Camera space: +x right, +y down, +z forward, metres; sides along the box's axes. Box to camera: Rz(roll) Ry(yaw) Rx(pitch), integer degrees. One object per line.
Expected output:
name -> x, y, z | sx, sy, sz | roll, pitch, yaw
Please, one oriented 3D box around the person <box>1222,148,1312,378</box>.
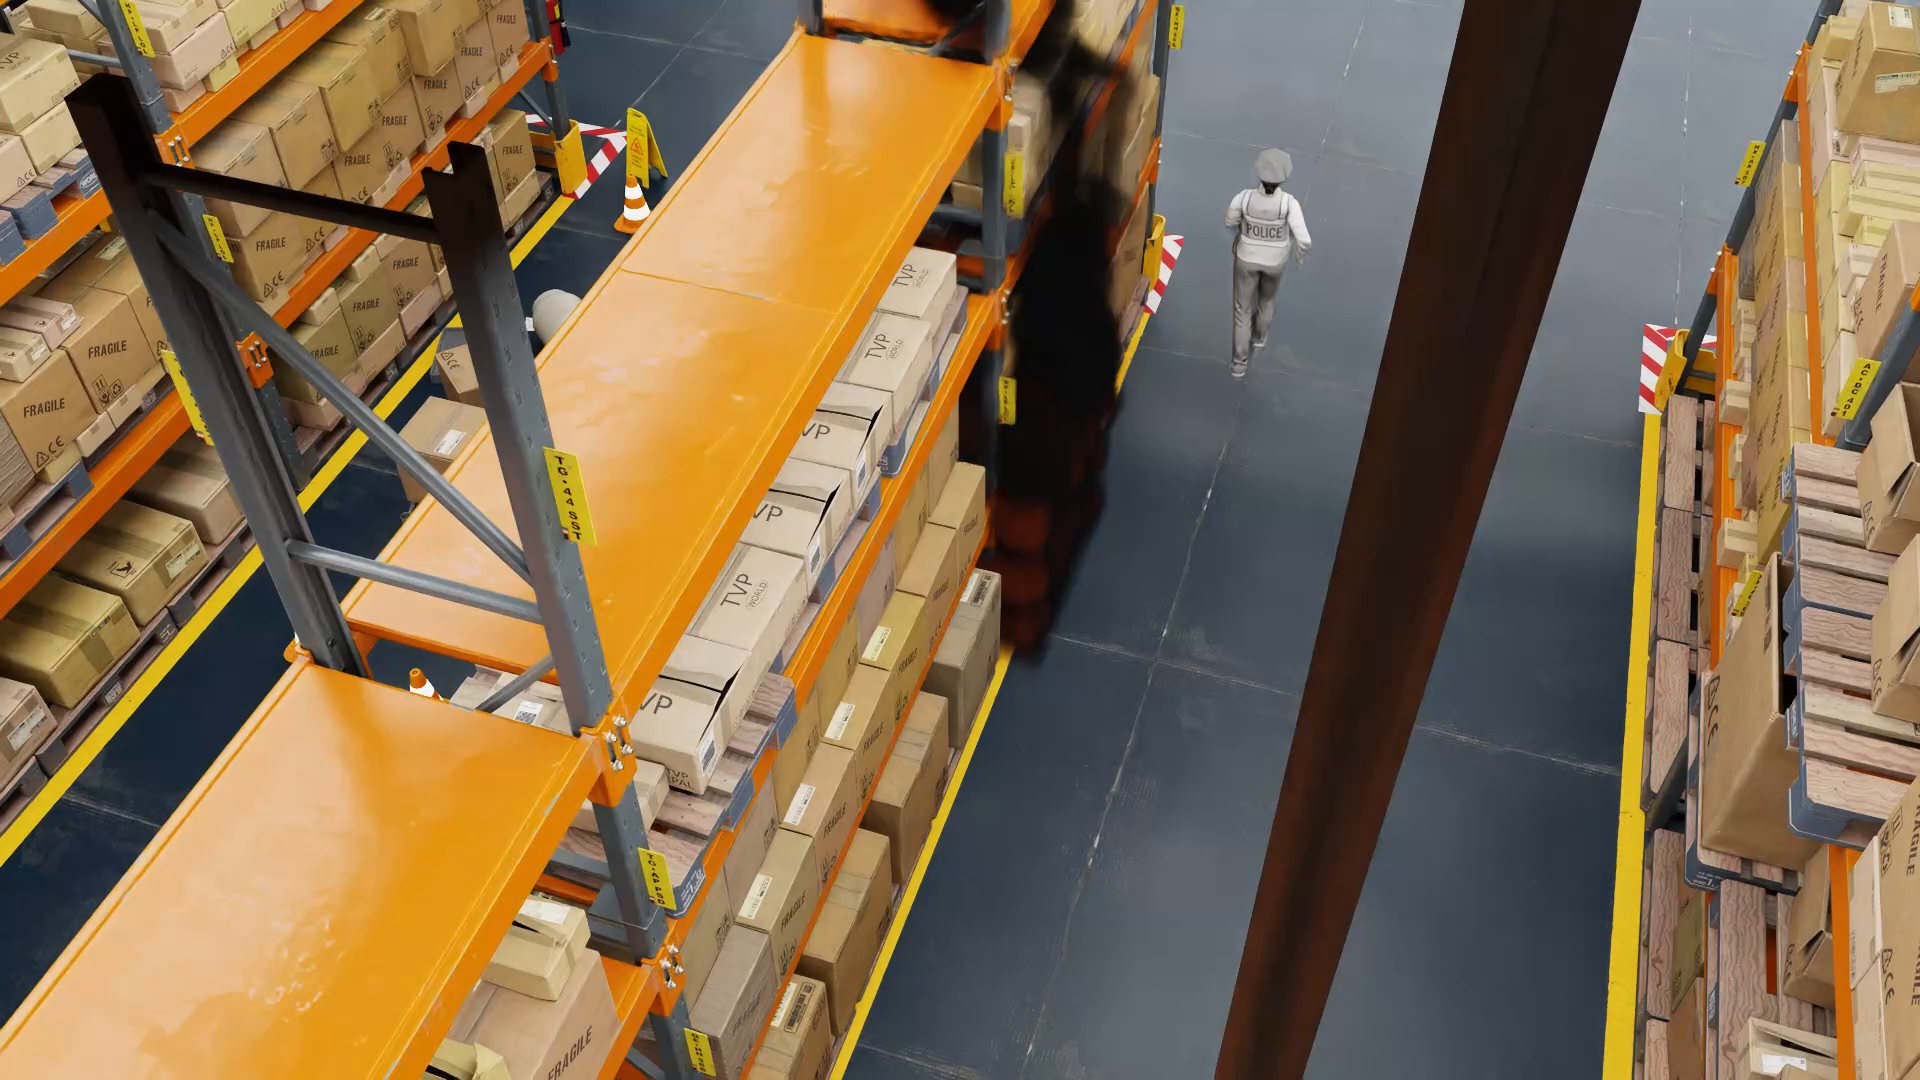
person -> 2.067, -1.881, 11.410 | 0.563, 1.804, 0.720 | 5, 46, 5
